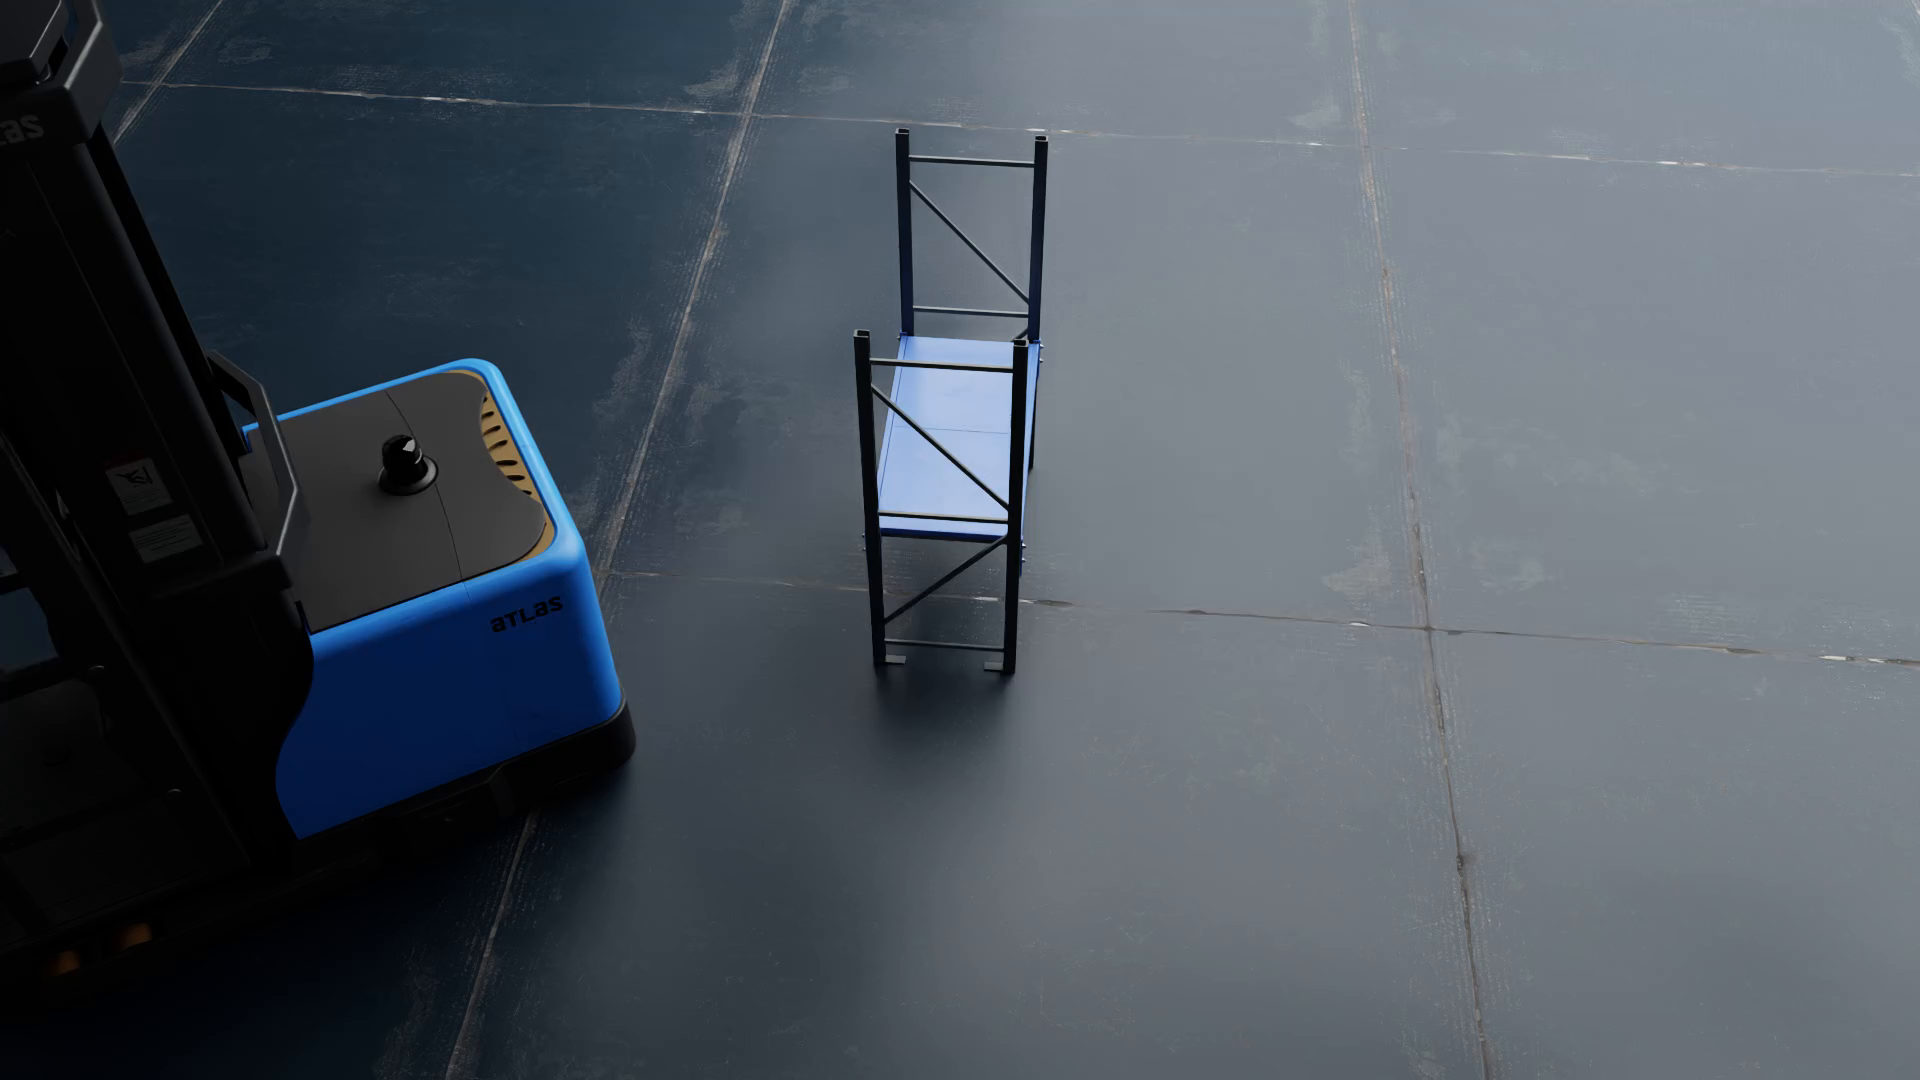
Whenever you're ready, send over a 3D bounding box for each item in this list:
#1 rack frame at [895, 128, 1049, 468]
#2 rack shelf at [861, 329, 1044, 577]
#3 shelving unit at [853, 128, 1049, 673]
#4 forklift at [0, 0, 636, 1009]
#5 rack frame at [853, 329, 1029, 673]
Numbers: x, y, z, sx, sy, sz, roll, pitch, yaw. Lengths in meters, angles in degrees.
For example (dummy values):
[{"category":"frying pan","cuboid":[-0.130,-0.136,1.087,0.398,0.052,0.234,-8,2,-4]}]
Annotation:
[{"category":"rack frame","cuboid":[0.039,-0.817,5.981,0.500,1.500,0.032,4,48,4]},{"category":"rack shelf","cuboid":[-0.008,-0.322,5.772,0.538,0.185,1.000,4,48,4]},{"category":"shelving unit","cuboid":[-0.008,-0.443,5.639,0.538,1.500,1.048,4,48,4]},{"category":"forklift","cuboid":[-2.627,-0.058,4.317,3.031,2.935,1.130,-21,51,-18]},{"category":"rack frame","cuboid":[-0.054,-0.070,5.298,0.500,1.500,0.032,4,48,4]}]
